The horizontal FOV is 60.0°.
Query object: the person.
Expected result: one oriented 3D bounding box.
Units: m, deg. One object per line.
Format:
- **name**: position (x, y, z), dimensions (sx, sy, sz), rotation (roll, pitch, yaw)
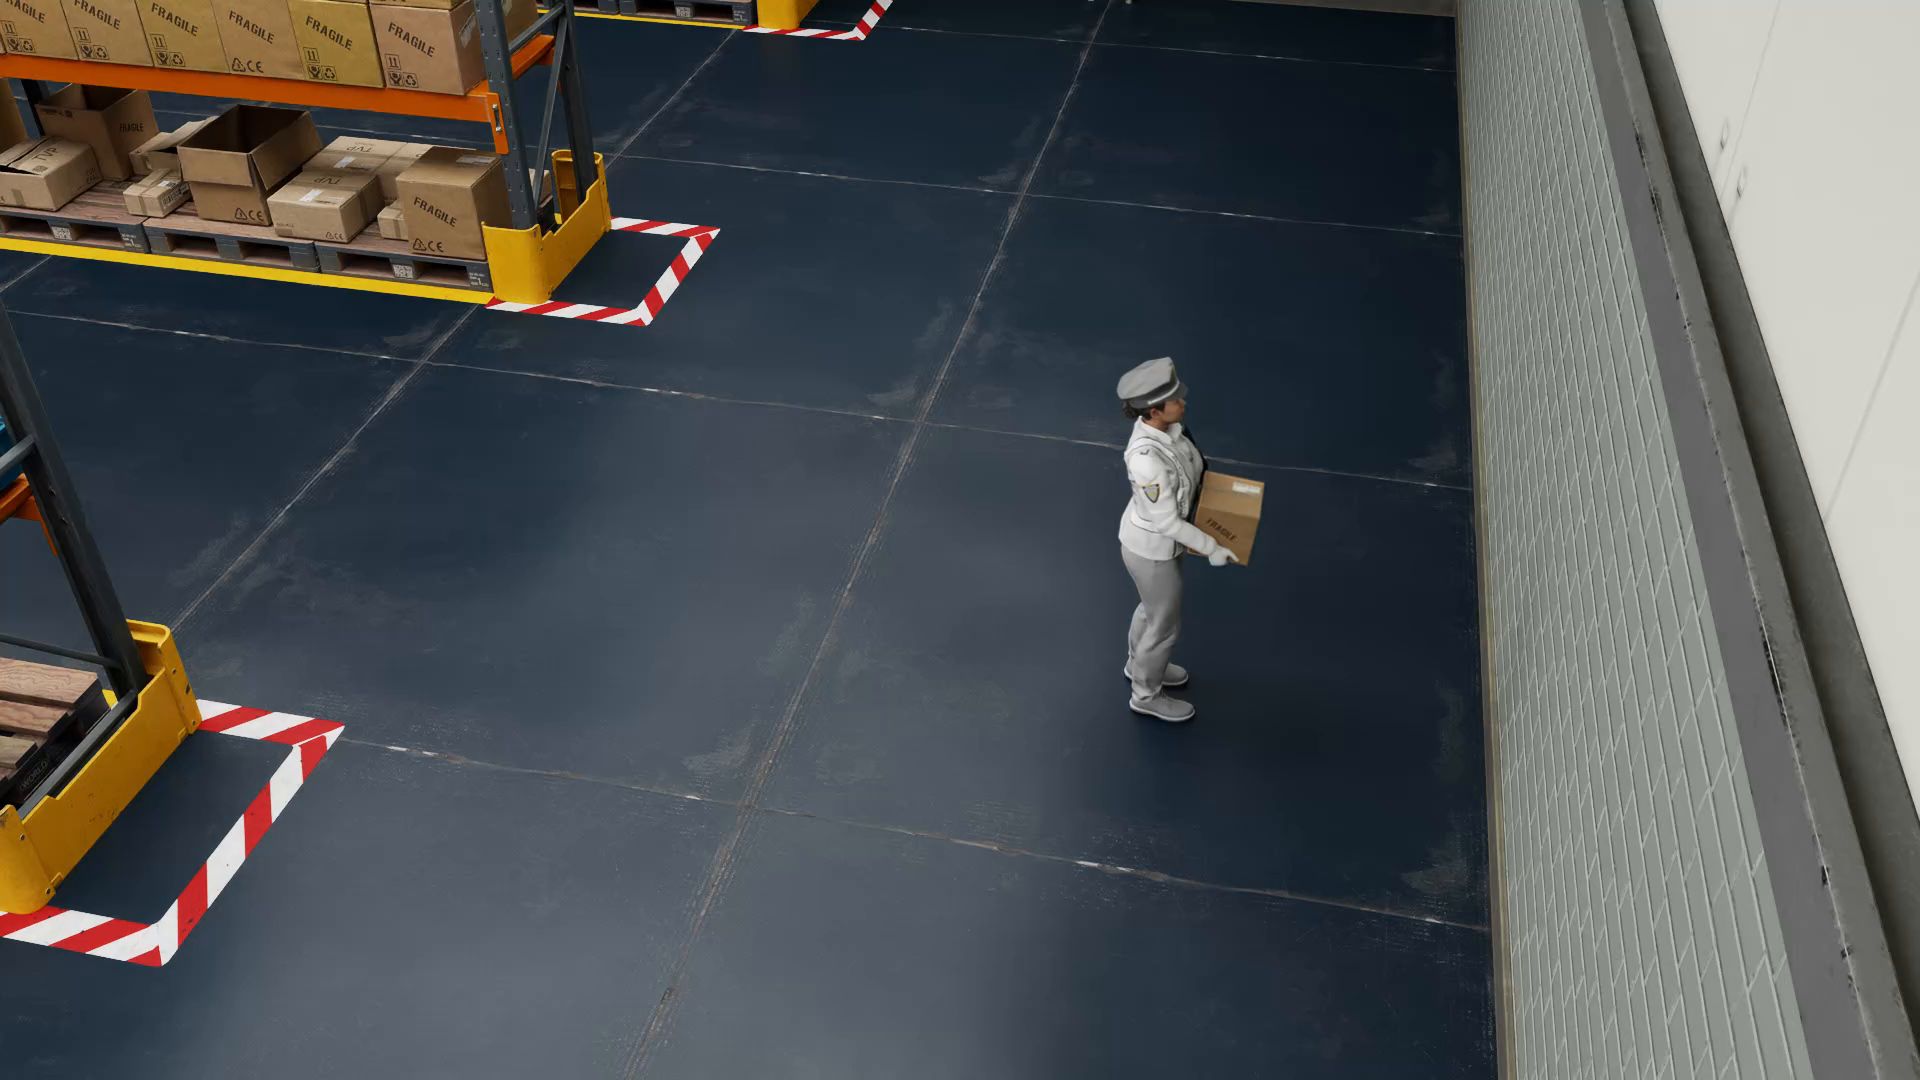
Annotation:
- **person**: position (0.888, 0.014, 6.922), dimensions (0.555, 1.687, 0.456), rotation (8, 37, 10)
